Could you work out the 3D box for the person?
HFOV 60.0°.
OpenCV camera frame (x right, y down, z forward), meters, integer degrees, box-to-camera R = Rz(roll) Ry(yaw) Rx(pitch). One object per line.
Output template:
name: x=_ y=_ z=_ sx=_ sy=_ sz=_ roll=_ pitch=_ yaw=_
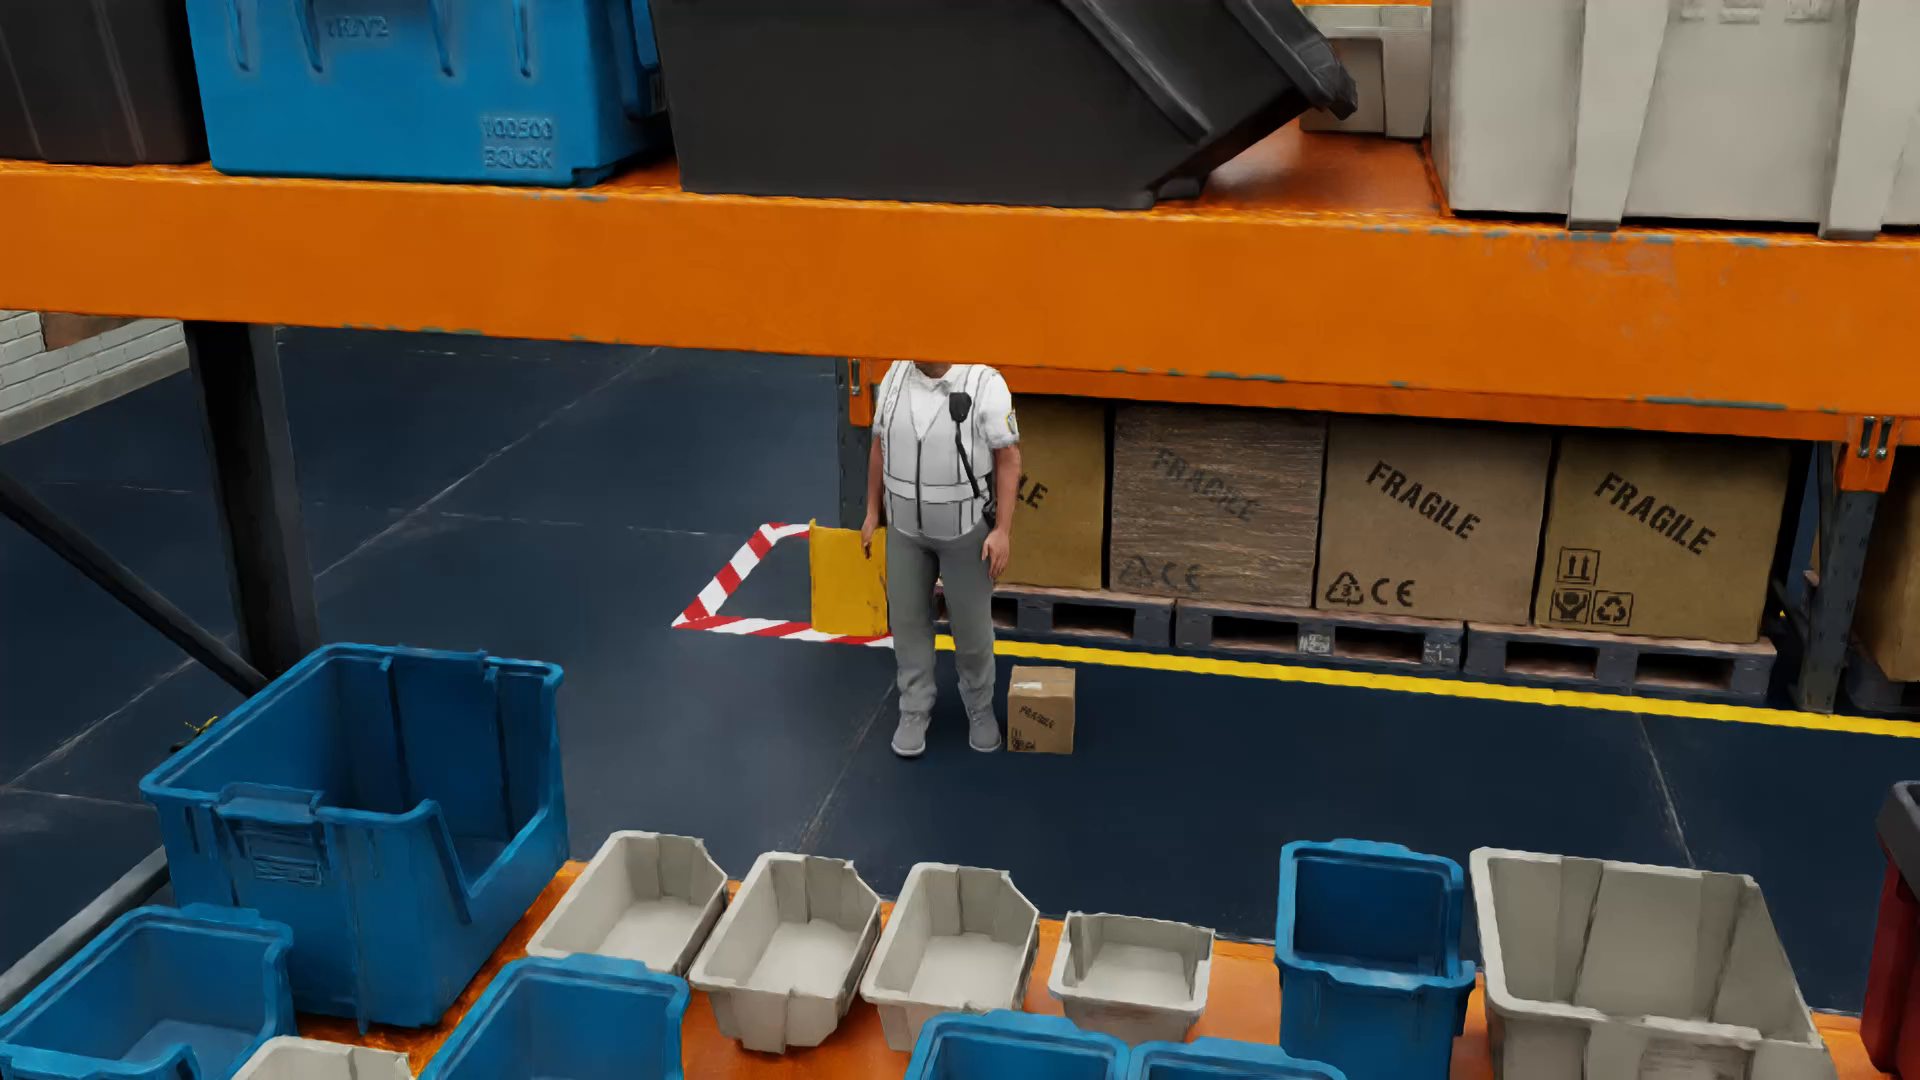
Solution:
person: x=-0.082 y=-0.047 z=6.191 sx=0.619 sy=1.780 sz=0.480 roll=8 pitch=23 yaw=20
